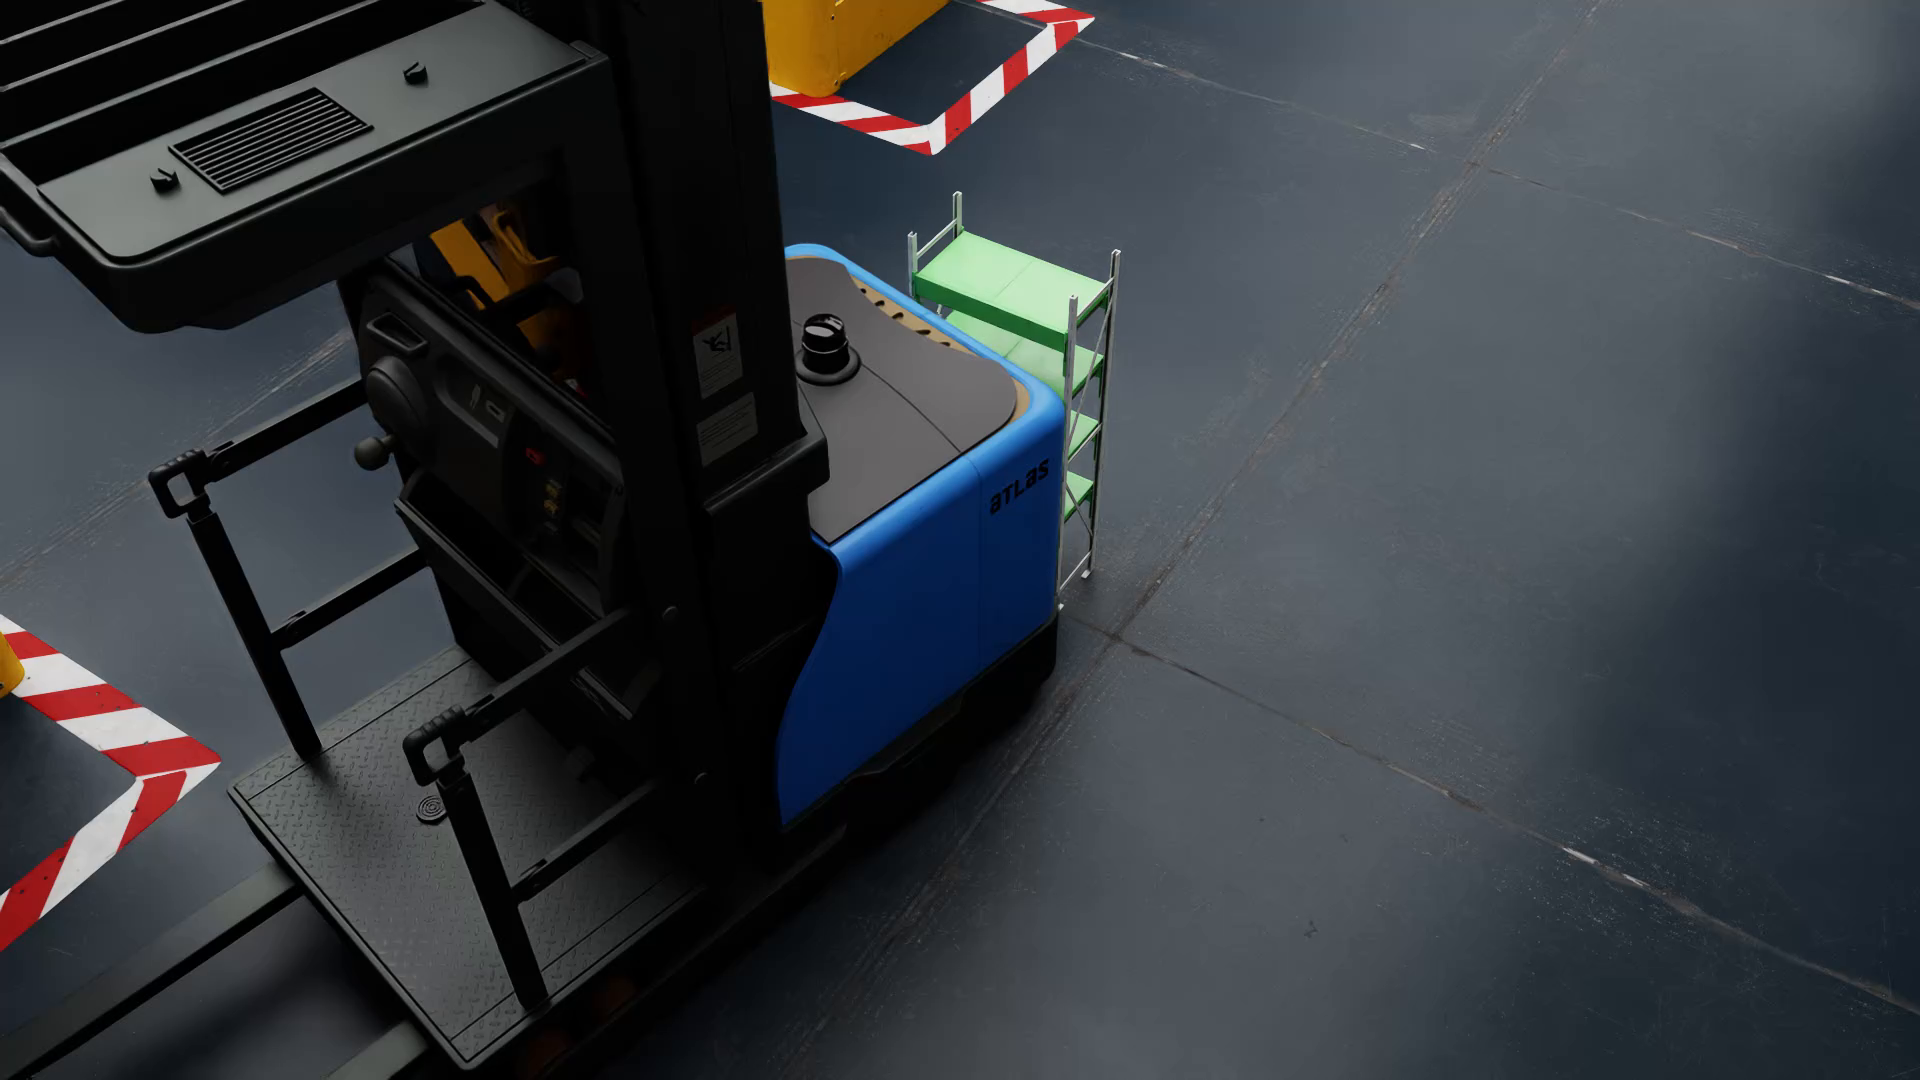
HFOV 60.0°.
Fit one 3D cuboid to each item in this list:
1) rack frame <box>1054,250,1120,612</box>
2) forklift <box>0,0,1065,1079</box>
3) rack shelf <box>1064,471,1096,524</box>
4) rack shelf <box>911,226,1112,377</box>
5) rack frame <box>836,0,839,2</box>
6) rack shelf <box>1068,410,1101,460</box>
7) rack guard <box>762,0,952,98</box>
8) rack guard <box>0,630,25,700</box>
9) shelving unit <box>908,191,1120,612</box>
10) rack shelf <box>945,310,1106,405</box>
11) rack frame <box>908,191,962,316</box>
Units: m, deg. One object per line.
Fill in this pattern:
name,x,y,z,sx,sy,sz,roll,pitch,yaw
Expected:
rack frame,0.345,-0.260,4.666,0.015,1.200,0.240,25,51,22
forklift,-1.122,-0.124,3.326,3.031,2.935,1.130,-36,55,-29
rack shelf,0.139,-0.142,4.975,0.480,0.148,0.258,25,51,22
rack shelf,0.139,-0.644,4.459,0.480,0.148,0.258,25,51,22
rack frame,-0.430,-3.337,6.401,0.127,3.000,1.000,25,51,22
rack shelf,0.139,-0.310,4.803,0.480,0.148,0.258,25,51,22
rack guard,-0.410,-2.457,7.288,0.348,0.500,1.175,25,51,22
rack guard,-3.171,0.503,4.413,0.348,0.500,1.175,25,51,22
shelving unit,0.139,-0.354,4.757,0.503,1.200,0.258,25,51,22
rack shelf,0.139,-0.477,4.631,0.480,0.148,0.258,25,51,22
rack frame,-0.066,-0.449,4.849,0.015,1.200,0.240,25,51,22
